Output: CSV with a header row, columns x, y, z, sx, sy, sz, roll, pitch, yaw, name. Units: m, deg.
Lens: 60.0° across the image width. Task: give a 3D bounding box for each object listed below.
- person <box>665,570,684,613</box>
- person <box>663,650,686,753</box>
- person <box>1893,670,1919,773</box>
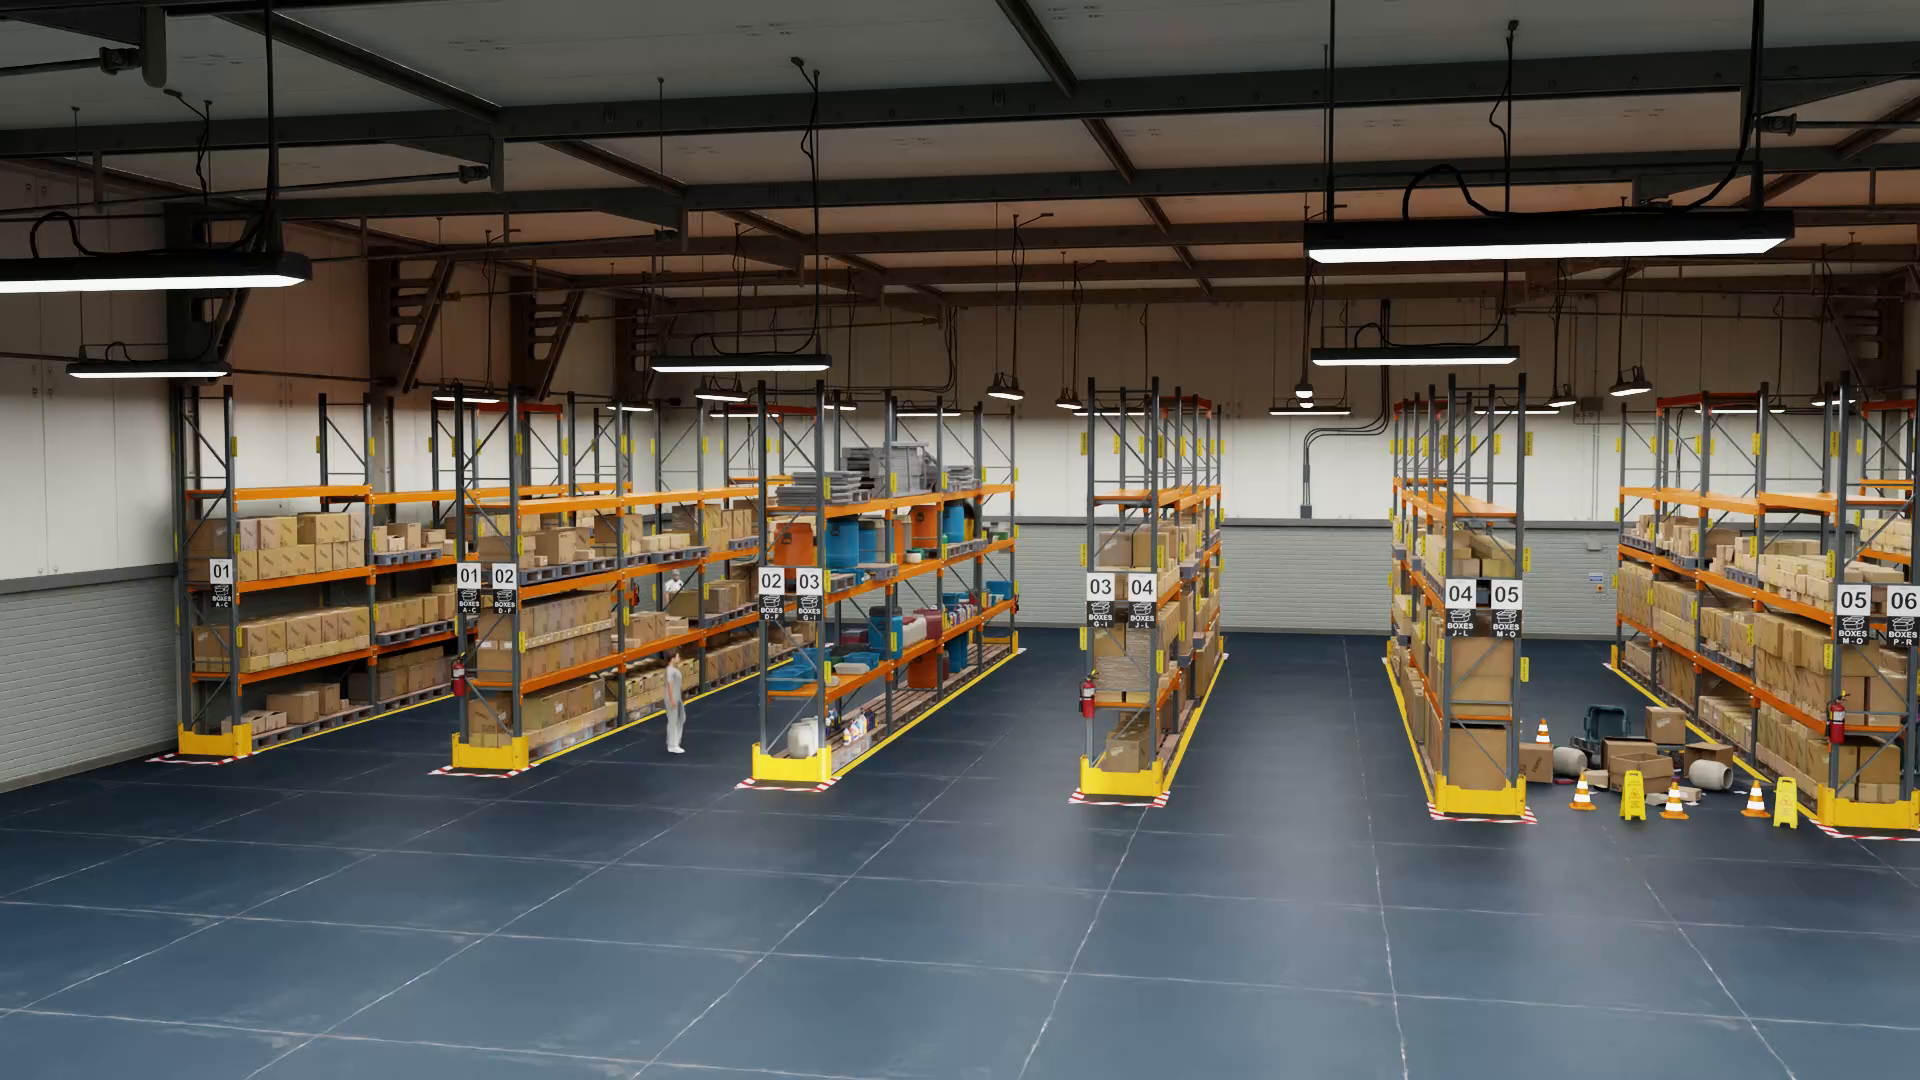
x,y,z,sx,sy,sz,roll,pitch,yaw,name
-7.575,1.646,44.162,0.525,1.707,1.073,-1,3,-12,person
-4.699,2.668,27.344,0.375,1.738,0.496,0,3,3,person
14.472,2.790,25.464,0.506,1.603,0.345,-1,3,-19,person
